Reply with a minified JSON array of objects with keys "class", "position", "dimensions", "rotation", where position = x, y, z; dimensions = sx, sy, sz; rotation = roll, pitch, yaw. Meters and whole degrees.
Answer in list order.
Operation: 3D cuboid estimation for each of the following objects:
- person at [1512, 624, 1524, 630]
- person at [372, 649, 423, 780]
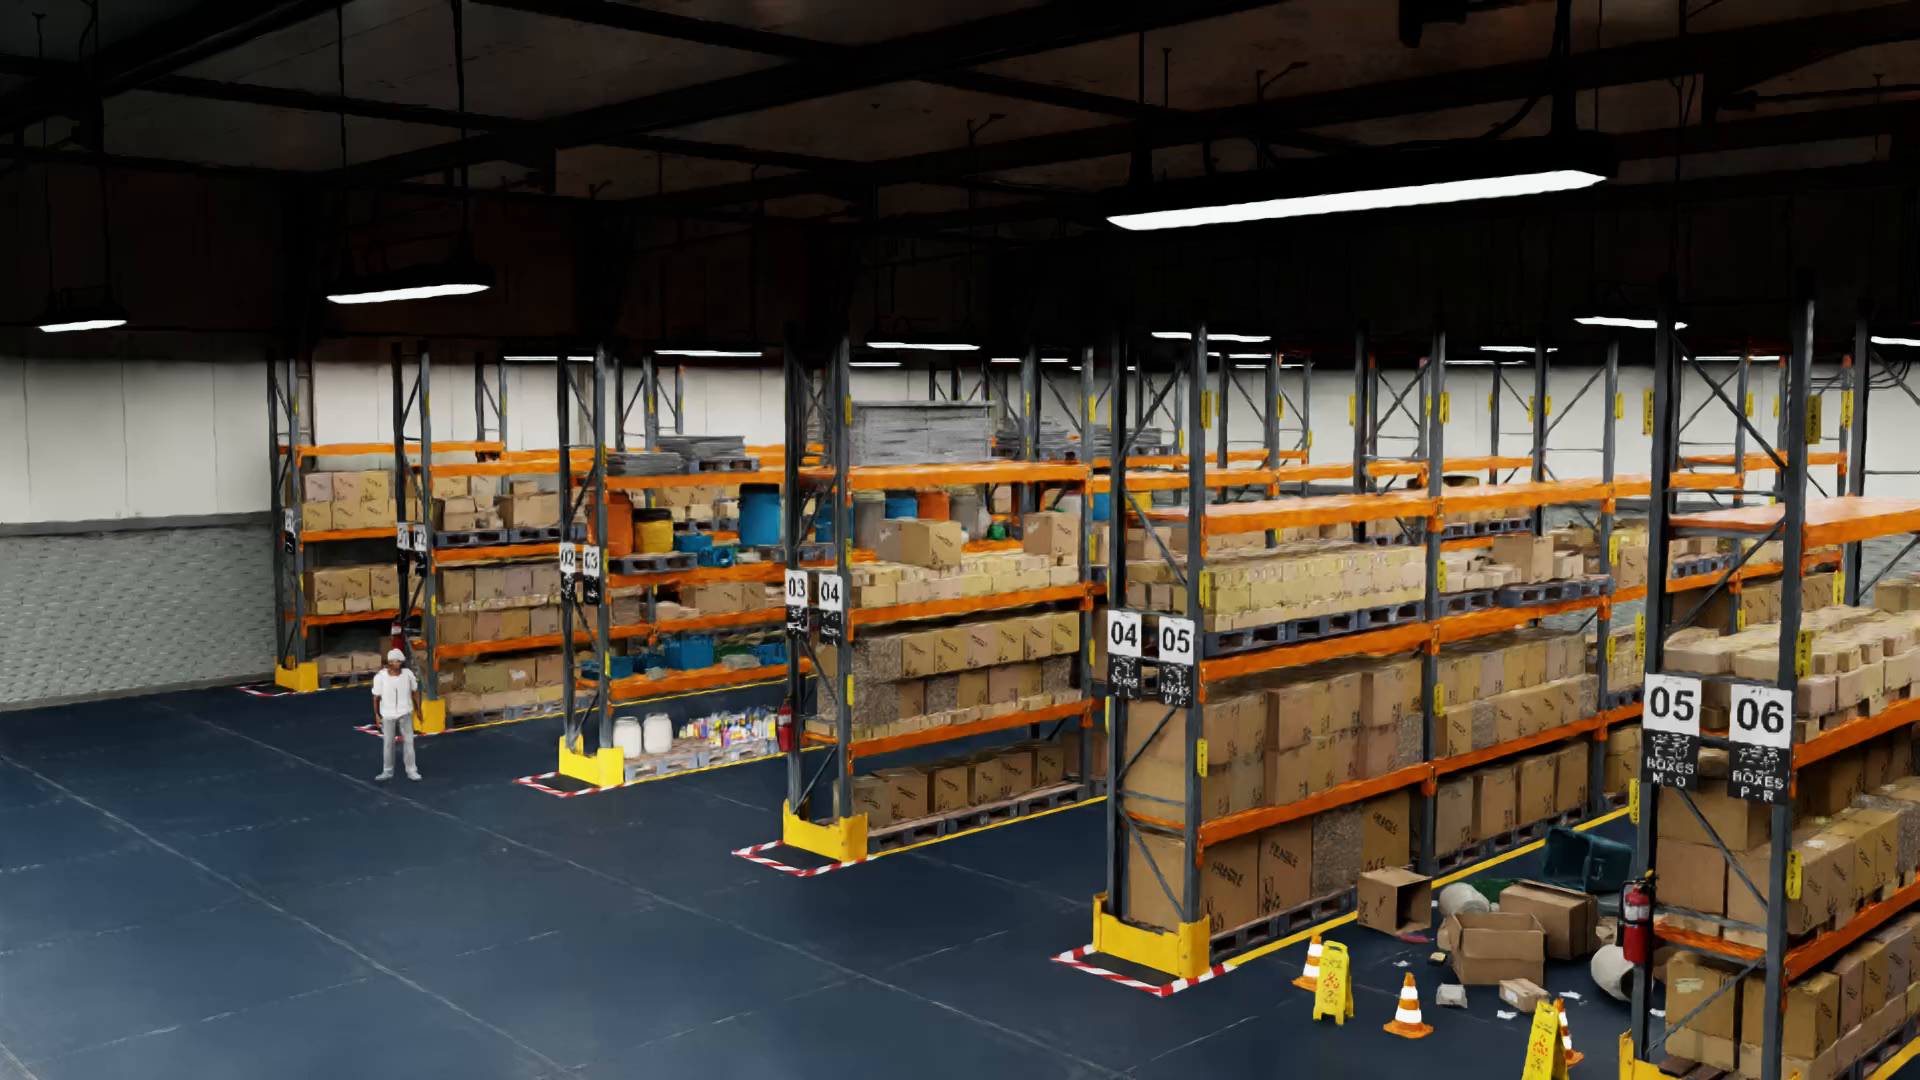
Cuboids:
[{"class":"person","position":[8.462,2.117,25.217],"dimensions":[1.193,1.698,0.598],"rotation":[-4,7,-41]},{"class":"person","position":[-7.550,2.336,22.330],"dimensions":[0.651,1.768,0.429],"rotation":[-2,5,-22]}]
